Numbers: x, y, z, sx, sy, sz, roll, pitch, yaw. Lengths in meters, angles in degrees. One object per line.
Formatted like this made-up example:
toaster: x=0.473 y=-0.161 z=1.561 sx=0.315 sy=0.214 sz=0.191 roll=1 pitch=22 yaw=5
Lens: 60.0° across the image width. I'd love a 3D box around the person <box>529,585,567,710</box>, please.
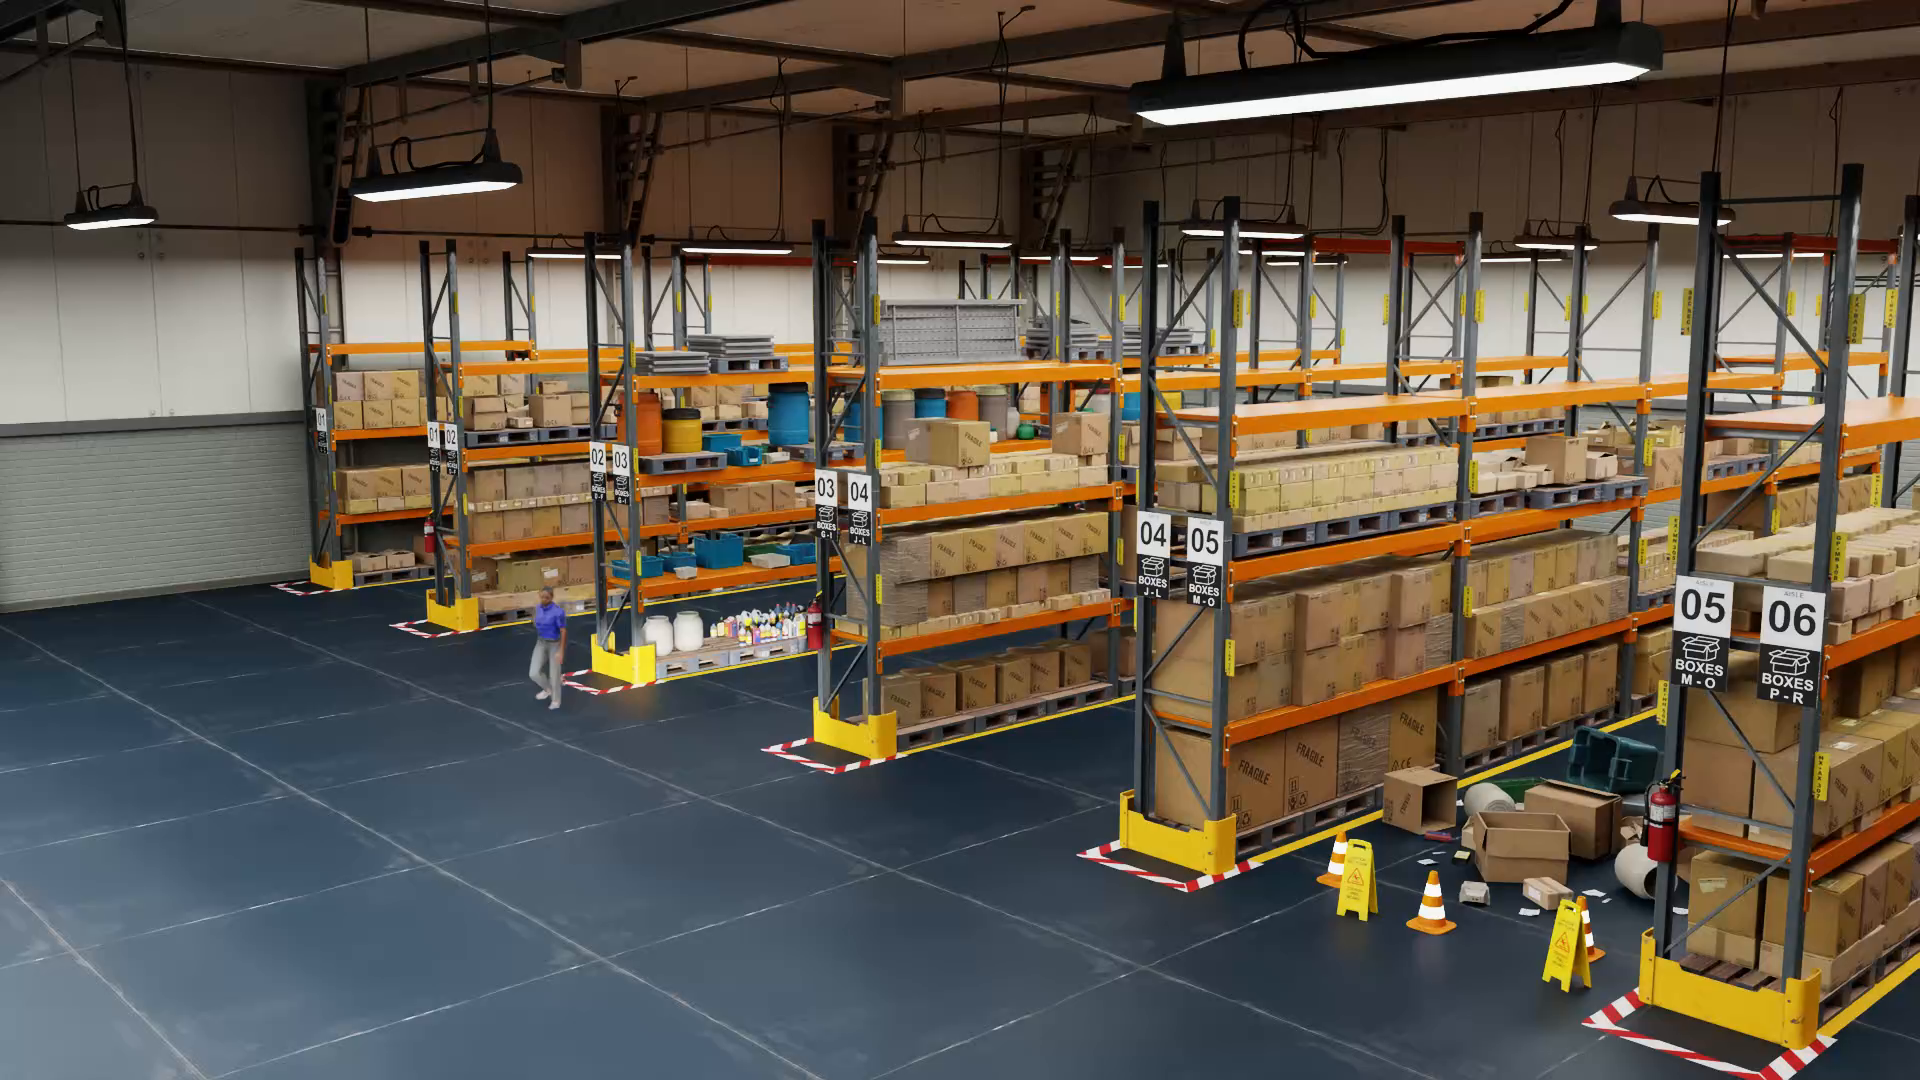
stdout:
person: x=-5.141 y=1.343 z=20.828 sx=0.609 sy=1.635 sz=0.545 roll=2 pitch=9 yaw=16
